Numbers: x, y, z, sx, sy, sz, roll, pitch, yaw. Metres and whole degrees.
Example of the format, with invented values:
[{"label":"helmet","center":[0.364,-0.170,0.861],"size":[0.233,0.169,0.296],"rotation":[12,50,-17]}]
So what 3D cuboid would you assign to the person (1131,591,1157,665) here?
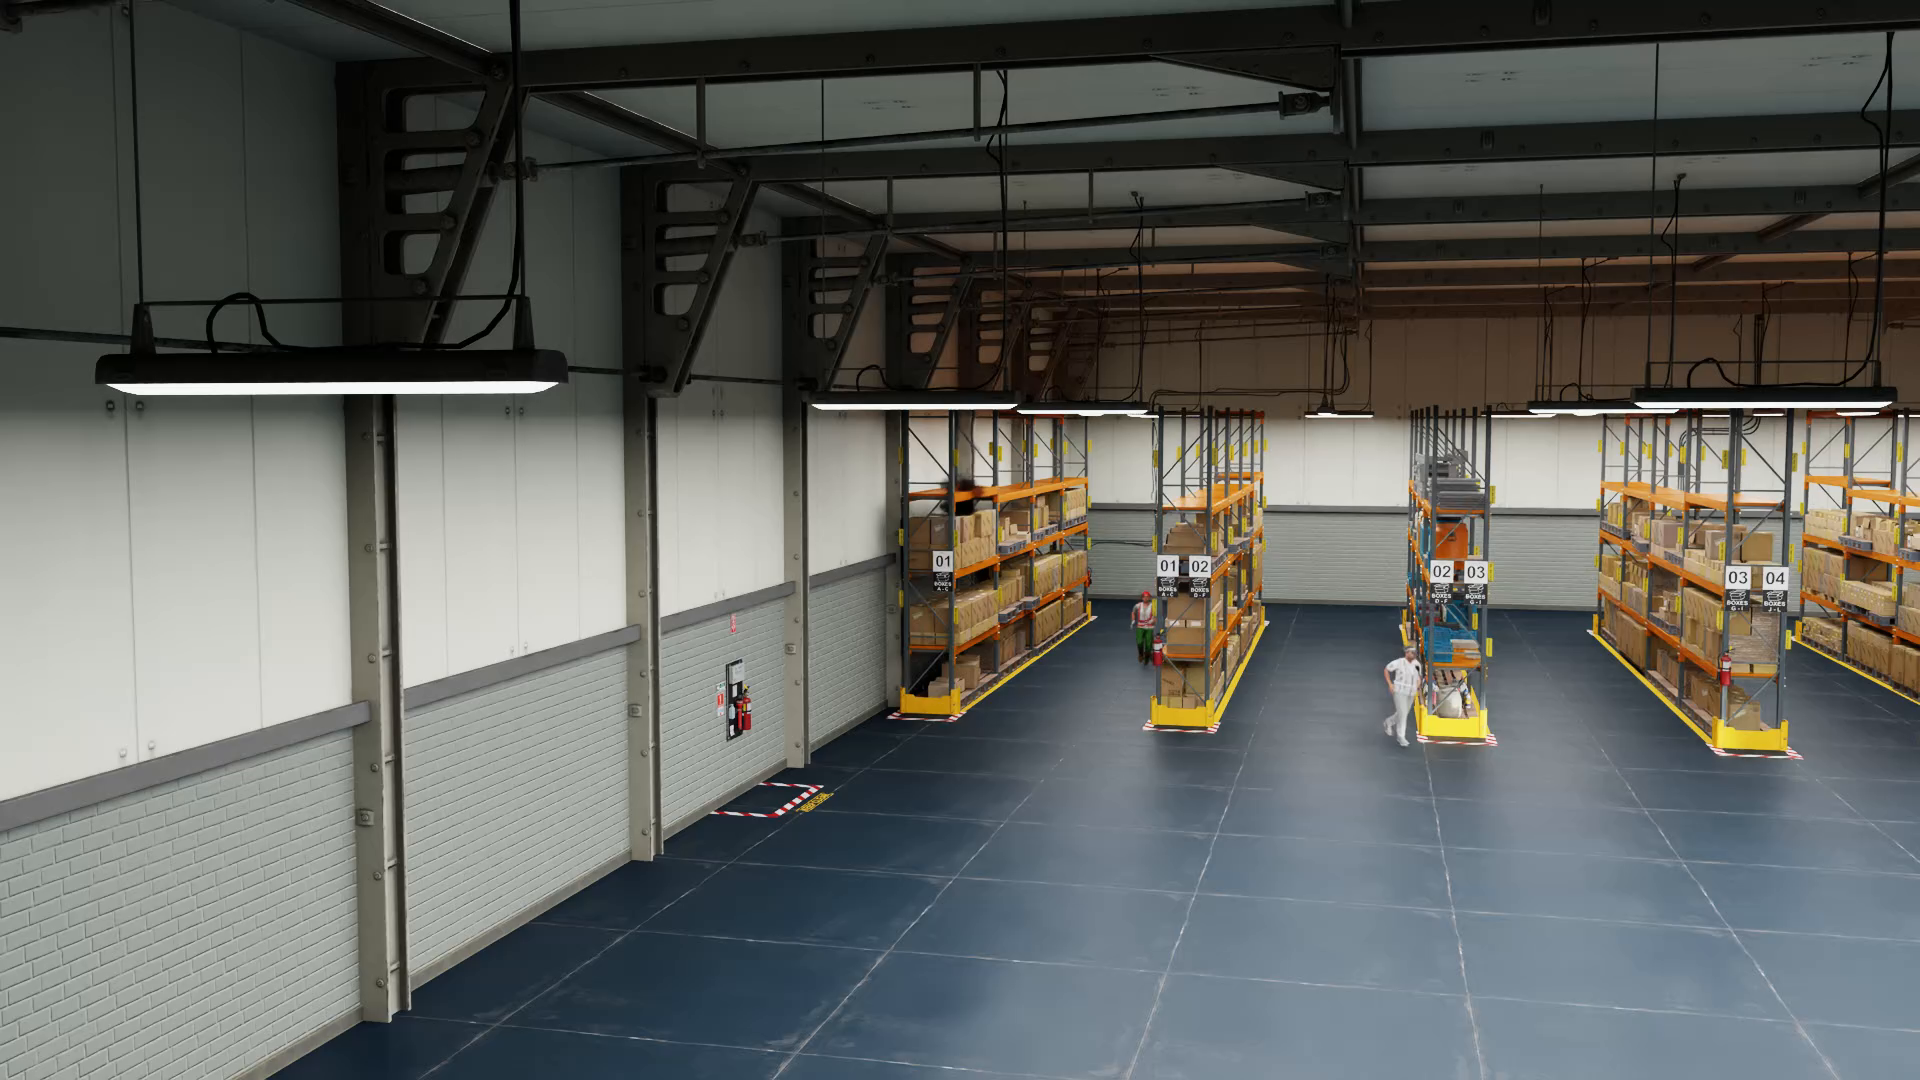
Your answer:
[{"label":"person","center":[4.305,2.060,38.733],"size":[0.664,1.739,0.603],"rotation":[1,4,10]}]

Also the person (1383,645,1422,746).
[{"label":"person","center":[7.937,2.729,29.712],"size":[0.699,1.759,0.928],"rotation":[-2,4,-21]}]
